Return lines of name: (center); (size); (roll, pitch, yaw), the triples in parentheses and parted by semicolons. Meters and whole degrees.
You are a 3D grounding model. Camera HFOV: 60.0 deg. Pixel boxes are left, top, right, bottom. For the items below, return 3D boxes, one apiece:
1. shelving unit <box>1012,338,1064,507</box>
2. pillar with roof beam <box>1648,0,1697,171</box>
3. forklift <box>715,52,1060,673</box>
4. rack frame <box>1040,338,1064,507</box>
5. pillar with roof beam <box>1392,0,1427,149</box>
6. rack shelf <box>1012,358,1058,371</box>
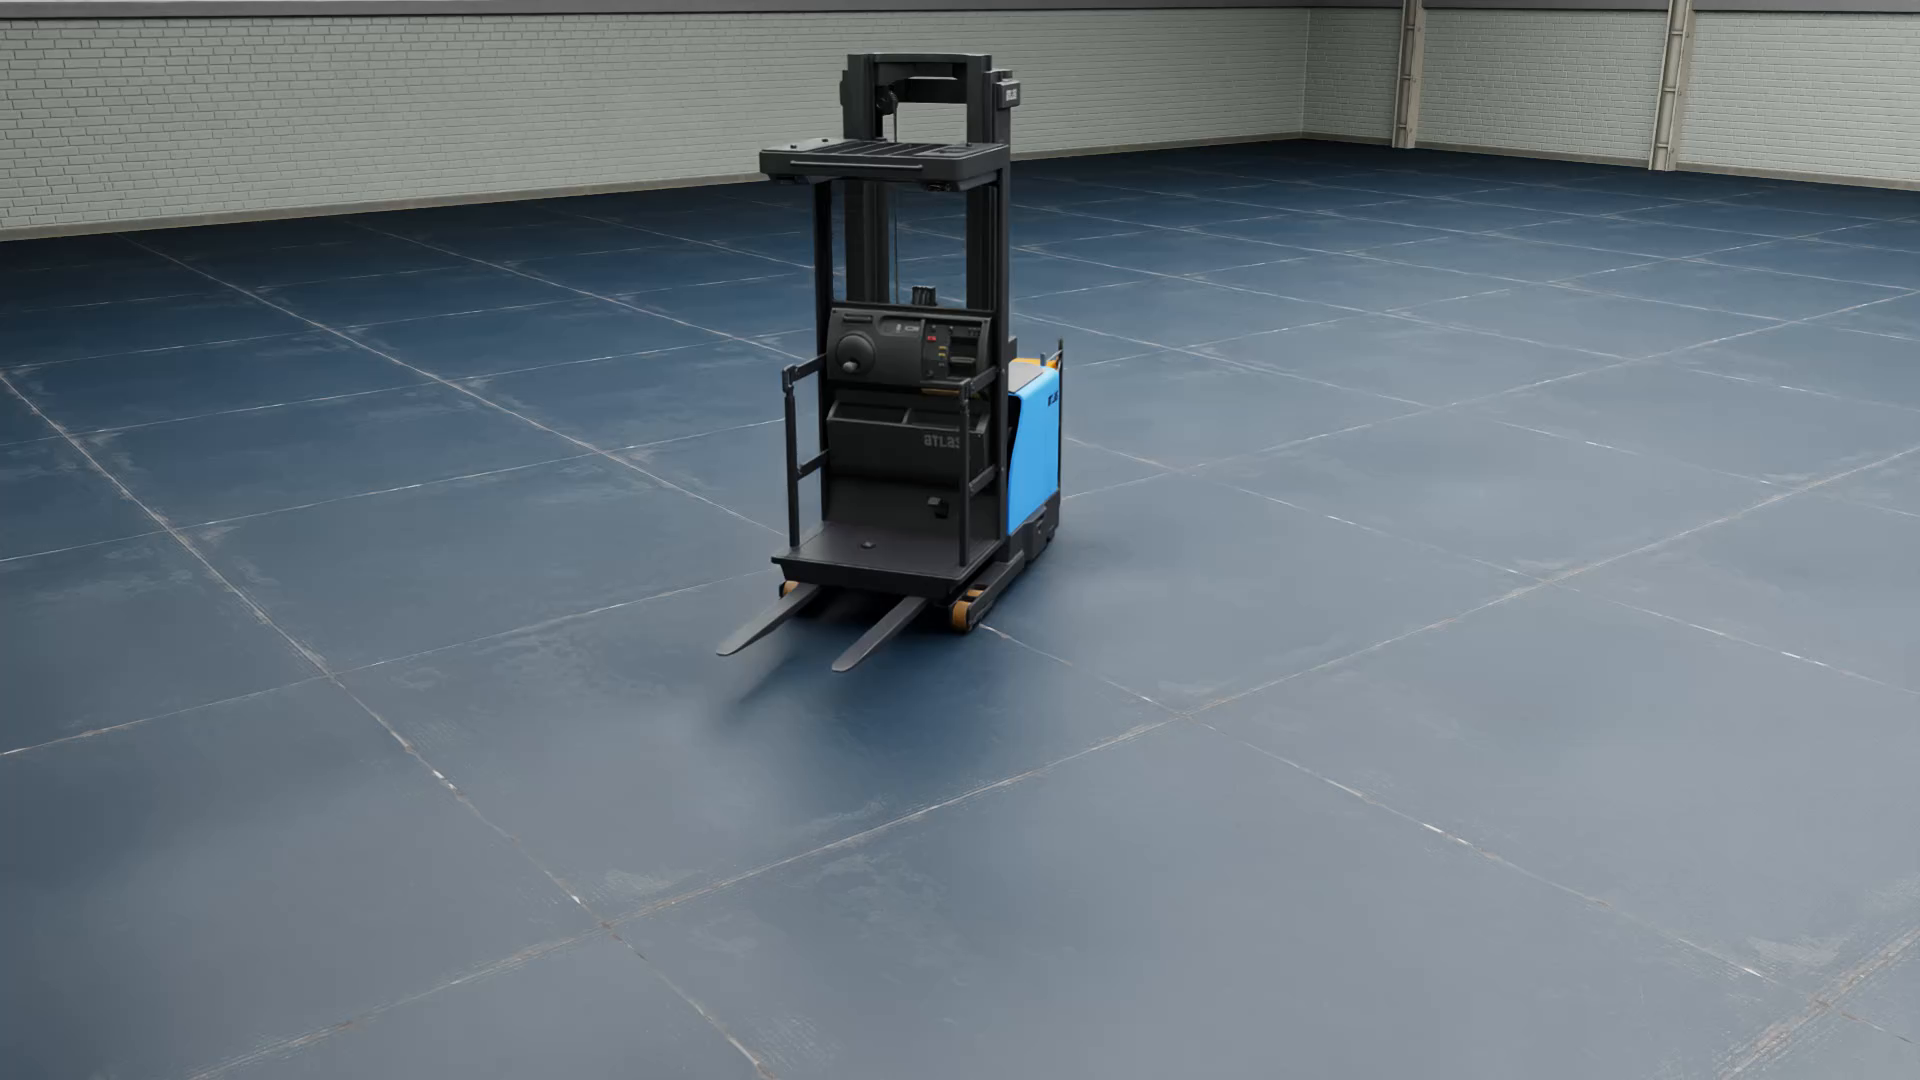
shelving unit: (0.098, -0.739, 10.806); (1.048, 1.125, 0.538); (6, 19, 16)
pillar with roof beam: (9.978, -10.473, 27.676); (9.100, 9.000, 0.400); (-14, 23, -36)
forklift: (-0.354, -1.046, 8.857); (1.130, 2.935, 3.031); (6, 19, 19)
rack frame: (0.583, -0.692, 10.662); (0.032, 1.125, 0.500); (6, 19, 16)
pillar with roof beam: (6.252, -11.952, 32.141); (9.100, 9.000, 0.400); (-14, 23, -36)
rack shelf: (0.098, -1.017, 10.714); (1.000, 0.278, 0.538); (6, 19, 16)
